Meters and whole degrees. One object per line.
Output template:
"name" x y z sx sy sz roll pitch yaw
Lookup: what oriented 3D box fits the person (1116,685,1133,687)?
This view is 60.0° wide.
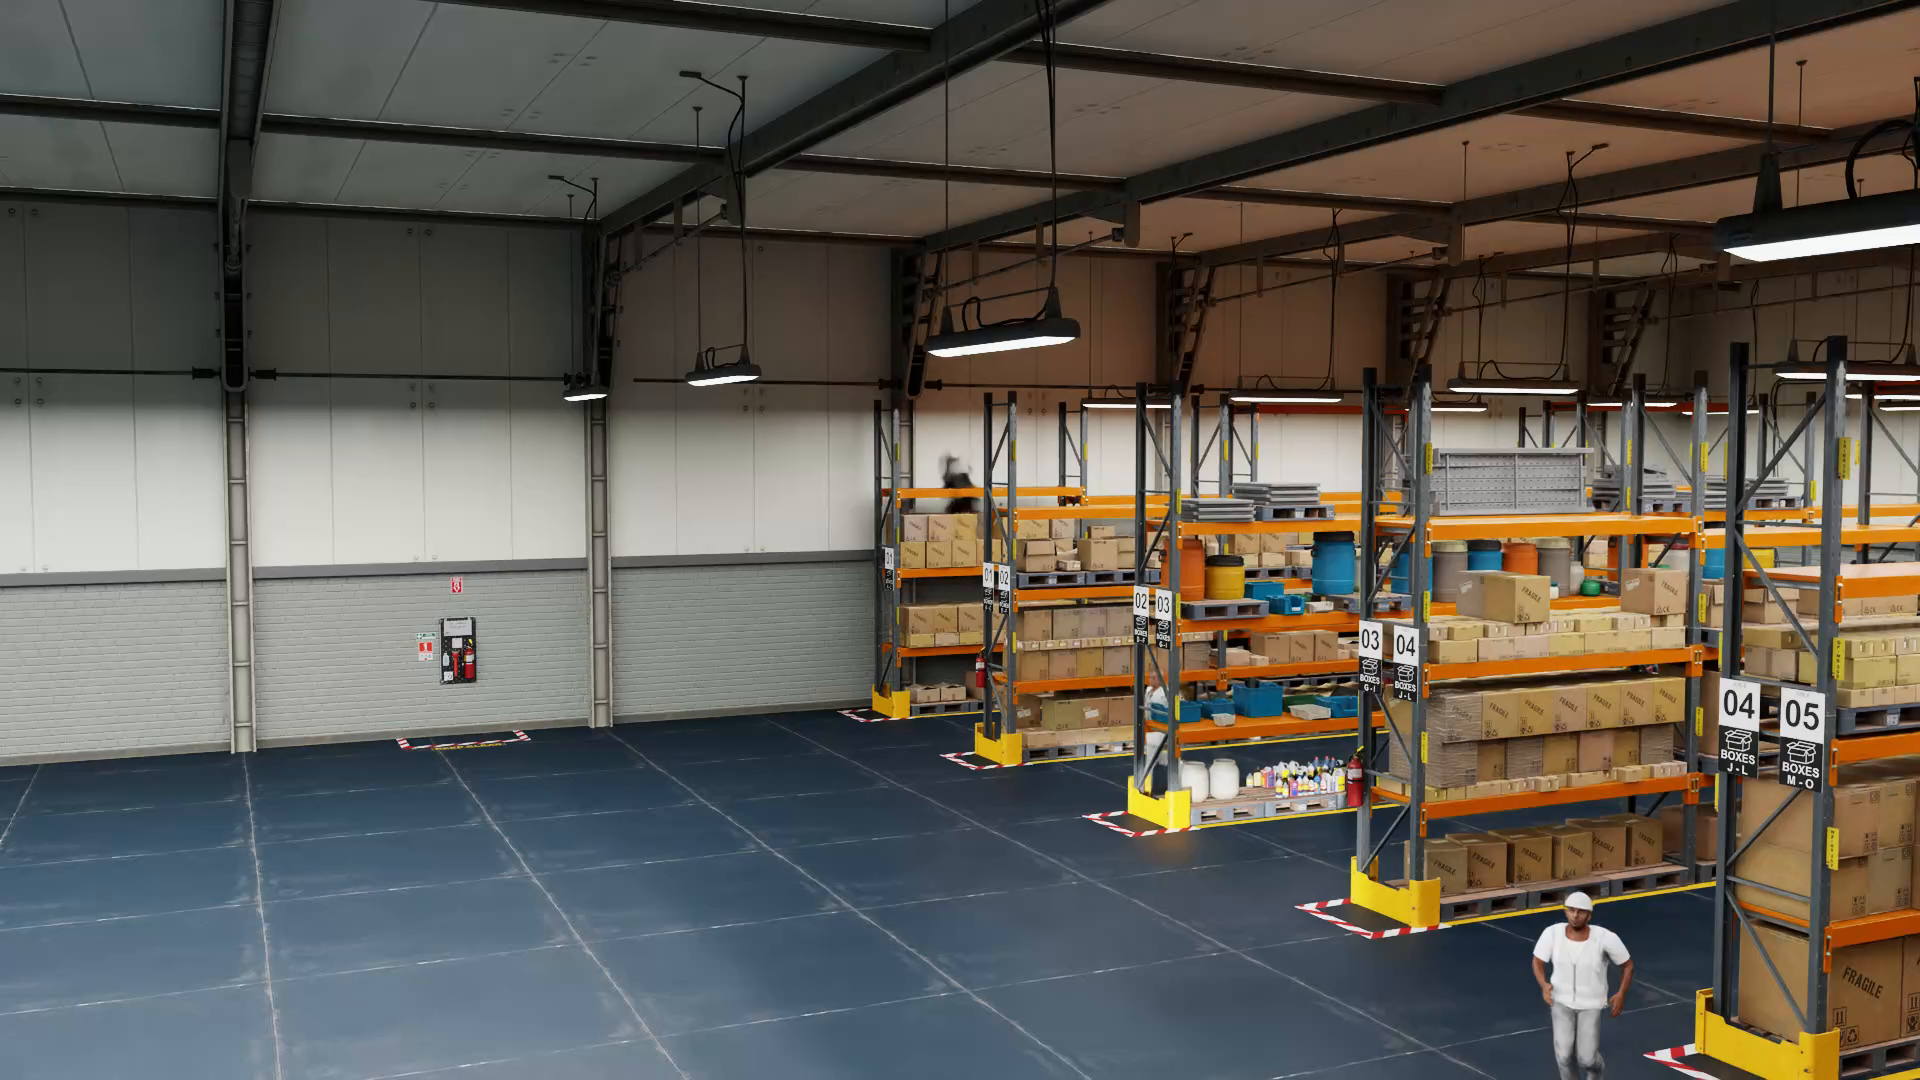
"person" 3.059 2.561 30.238 0.684 1.699 0.548 -2 4 -28

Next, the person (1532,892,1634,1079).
"person" 4.776 3.555 12.811 0.730 1.720 0.612 2 4 30

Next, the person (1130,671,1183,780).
"person" 2.929 2.829 24.760 1.042 1.778 0.715 -2 4 -31
